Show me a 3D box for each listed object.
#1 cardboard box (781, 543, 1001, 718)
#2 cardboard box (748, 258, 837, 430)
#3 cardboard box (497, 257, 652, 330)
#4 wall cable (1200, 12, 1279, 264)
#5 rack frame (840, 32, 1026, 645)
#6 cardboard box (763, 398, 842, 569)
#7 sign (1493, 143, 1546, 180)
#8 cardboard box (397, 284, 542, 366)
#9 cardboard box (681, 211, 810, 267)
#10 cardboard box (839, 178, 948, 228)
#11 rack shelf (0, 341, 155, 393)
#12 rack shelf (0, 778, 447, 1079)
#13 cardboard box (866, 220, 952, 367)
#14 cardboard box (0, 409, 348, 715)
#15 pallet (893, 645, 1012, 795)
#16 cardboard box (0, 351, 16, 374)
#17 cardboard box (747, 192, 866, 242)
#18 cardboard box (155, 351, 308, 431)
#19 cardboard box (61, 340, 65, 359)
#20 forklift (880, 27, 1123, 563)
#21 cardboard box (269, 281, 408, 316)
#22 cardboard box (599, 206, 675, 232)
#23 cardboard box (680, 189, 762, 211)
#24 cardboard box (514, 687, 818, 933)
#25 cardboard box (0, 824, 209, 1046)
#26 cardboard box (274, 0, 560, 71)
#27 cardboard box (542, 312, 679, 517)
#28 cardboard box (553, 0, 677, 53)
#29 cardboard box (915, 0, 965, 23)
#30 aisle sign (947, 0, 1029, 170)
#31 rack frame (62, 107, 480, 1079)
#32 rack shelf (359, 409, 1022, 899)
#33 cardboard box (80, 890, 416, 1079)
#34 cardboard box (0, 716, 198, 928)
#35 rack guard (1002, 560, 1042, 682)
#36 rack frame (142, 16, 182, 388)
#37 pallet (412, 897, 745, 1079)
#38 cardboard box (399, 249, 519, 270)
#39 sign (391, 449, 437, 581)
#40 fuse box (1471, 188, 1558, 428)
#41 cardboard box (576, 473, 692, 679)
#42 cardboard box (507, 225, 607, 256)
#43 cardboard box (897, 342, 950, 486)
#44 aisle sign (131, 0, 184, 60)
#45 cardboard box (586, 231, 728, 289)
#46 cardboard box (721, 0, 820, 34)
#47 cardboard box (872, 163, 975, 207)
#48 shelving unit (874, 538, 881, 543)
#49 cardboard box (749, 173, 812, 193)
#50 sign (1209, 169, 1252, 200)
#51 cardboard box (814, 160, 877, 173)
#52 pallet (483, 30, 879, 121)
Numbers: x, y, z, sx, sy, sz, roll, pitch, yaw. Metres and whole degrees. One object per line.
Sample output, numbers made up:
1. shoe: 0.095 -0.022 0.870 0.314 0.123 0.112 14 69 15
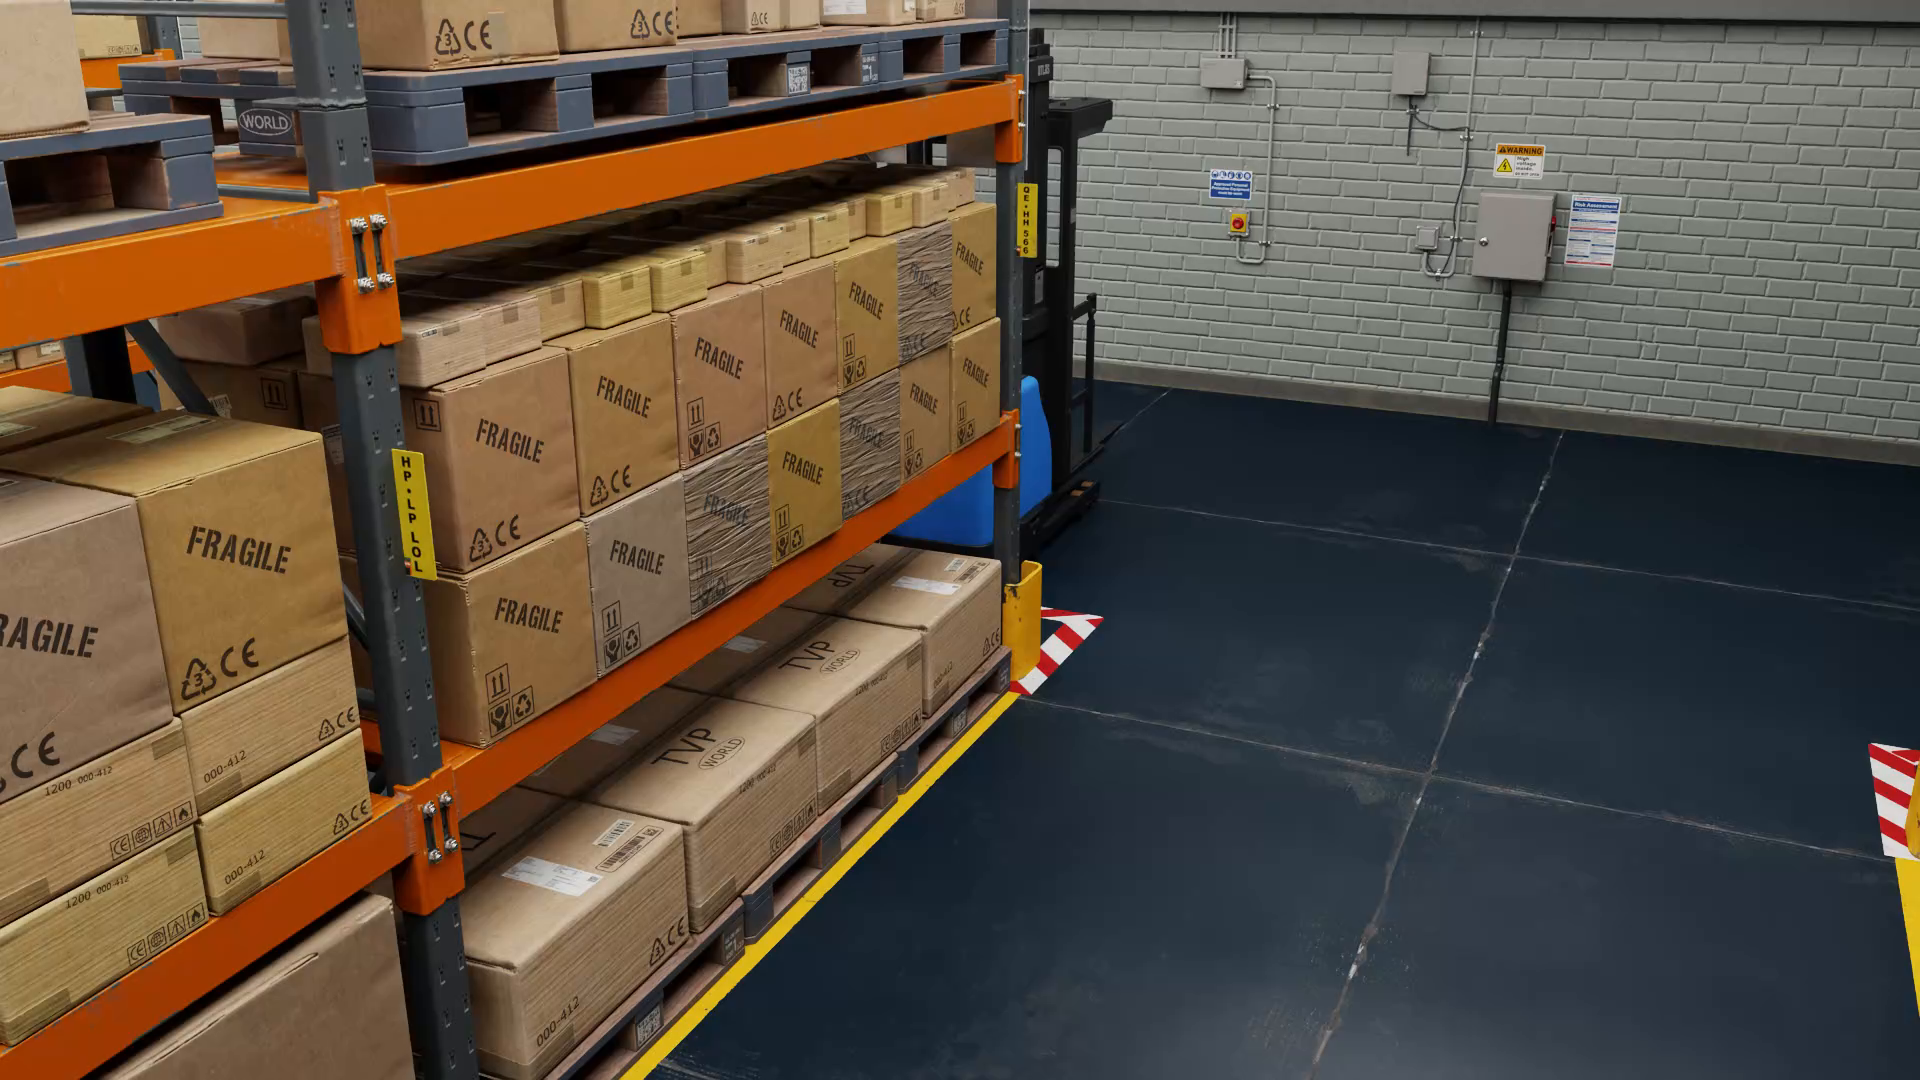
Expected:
1. cardboard box: -0.372 0.378 7.625 0.875 0.438 0.875 8 21 21
2. cardboard box: -0.774 -0.717 5.866 0.500 0.500 0.500 8 21 22
3. cardboard box: -1.151 -0.740 4.965 0.380 0.149 0.250 8 21 22
4. wall cable: 2.095 -3.067 12.552 0.585 1.953 0.123 9 21 23
5. rack frame: -0.193 -0.846 7.872 1.000 3.000 0.127 9 21 23
6. cardboard box: -0.770 -0.240 6.018 0.500 0.500 0.500 9 22 24
7. sign: 3.986 -2.700 11.853 0.339 0.242 0.001 9 21 23
8. cardboard box: -1.375 -0.589 4.538 0.380 0.149 0.250 9 21 24
9. cardboard box: -0.754 -1.058 5.857 0.380 0.149 0.250 9 22 24
10. cardboard box: -0.268 -1.362 6.711 0.380 0.149 0.250 8 21 22
11. rack shelf: -5.569 -0.544 8.096 1.077 0.370 4.000 9 21 23
12. rack shelf: -2.650 1.327 2.835 1.077 0.370 4.000 9 21 23
13. cardboard box: -0.360 -1.021 6.721 0.500 0.500 0.500 9 21 23
14. cardboard box: -1.785 0.029 3.769 0.500 0.500 0.500 9 22 24
15. pallet: -0.449 0.723 7.622 1.003 0.211 1.213 9 21 23
16. cardboard box: -5.069 -0.931 8.484 0.380 0.149 0.250 8 21 20
17. cardboard box: -0.581 -1.220 6.313 0.380 0.149 0.250 8 21 22
18. cardboard box: -1.890 -0.324 4.762 0.500 0.500 0.500 8 21 22
19. cardboard box: -4.851 -1.088 8.927 0.380 0.149 0.250 8 21 22
20. forklift: 0.243 -1.576 10.025 1.130 2.935 3.031 8 21 21
21. cardboard box: -1.788 -0.651 4.713 0.380 0.149 0.250 9 22 24
22. cardboard box: -1.264 -1.131 6.064 0.380 0.149 0.250 8 21 21
23. cardboard box: -0.995 -1.276 6.470 0.380 0.149 0.250 9 21 23
24. cardboard box: -1.110 0.935 6.061 0.875 0.438 0.875 8 21 21
25. cardboard box: -1.994 0.774 3.539 0.500 0.250 0.500 8 21 22
26. cardboard box: -1.398 -1.480 4.252 0.500 0.500 0.500 9 21 24
27. cardboard box: -1.203 -0.408 4.997 0.500 0.500 0.500 8 21 22
28. cardboard box: -1.308 -1.747 4.998 0.797 0.503 0.637 10 22 27
29. cardboard box: -0.295 -2.284 6.886 0.500 0.250 0.500 7 21 18
30. aisle sign: 0.119 -2.051 7.379 0.394 0.787 0.004 9 21 23
31. rack frame: -1.831 0.376 4.434 1.000 3.000 0.127 9 21 23
32. rack shelf: -1.012 0.104 6.273 1.077 0.370 4.000 9 21 23
33. cardboard box: -2.012 1.380 4.156 0.875 0.875 0.875 9 22 24
34. cardboard box: -1.988 0.533 3.470 0.500 0.250 0.500 9 22 24
35. rack guard: -0.183 0.324 8.312 1.175 0.500 0.348 9 21 23
36. rack frame: -4.750 -1.495 9.695 1.000 3.000 0.127 9 21 23
37. pallet: -1.448 1.469 5.524 1.003 0.211 1.213 9 21 23
38. cardboard box: -1.590 -0.806 5.148 0.380 0.149 0.250 8 21 22
39. sign: -1.332 -0.060 4.052 0.100 0.325 0.005 9 21 23
40. fuse box: 3.951 -1.633 12.008 0.539 1.711 0.414 9 21 23
41. cardboard box: -1.190 0.069 5.150 0.500 0.500 0.500 9 21 23
42. cardboard box: -1.414 -0.967 5.603 0.380 0.149 0.250 8 21 22
43. cardboard box: -0.368 -0.558 6.913 0.500 0.500 0.500 8 21 22
44. aisle sign: -4.447 -2.701 9.206 0.394 0.787 0.004 9 21 23
45. cardboard box: -0.988 -0.906 5.429 0.380 0.149 0.250 8 21 23
46. cardboard box: -0.852 -2.012 6.030 0.500 0.311 0.500 9 21 24
47. cardboard box: -0.157 -1.533 7.193 0.380 0.149 0.250 9 21 23
48. shelving unit: -0.718 -0.670 8.720 0.431 2.100 0.503 7 21 20
49. cardboard box: -0.844 -1.446 6.949 0.380 0.149 0.250 9 22 24
50. sign: 2.076 -2.726 12.754 0.327 0.218 0.001 9 21 23
51. cardboard box: -0.591 -1.600 7.381 0.380 0.149 0.250 9 21 24
52. pallet: -0.985 -1.615 5.690 1.003 0.211 1.213 9 21 23
